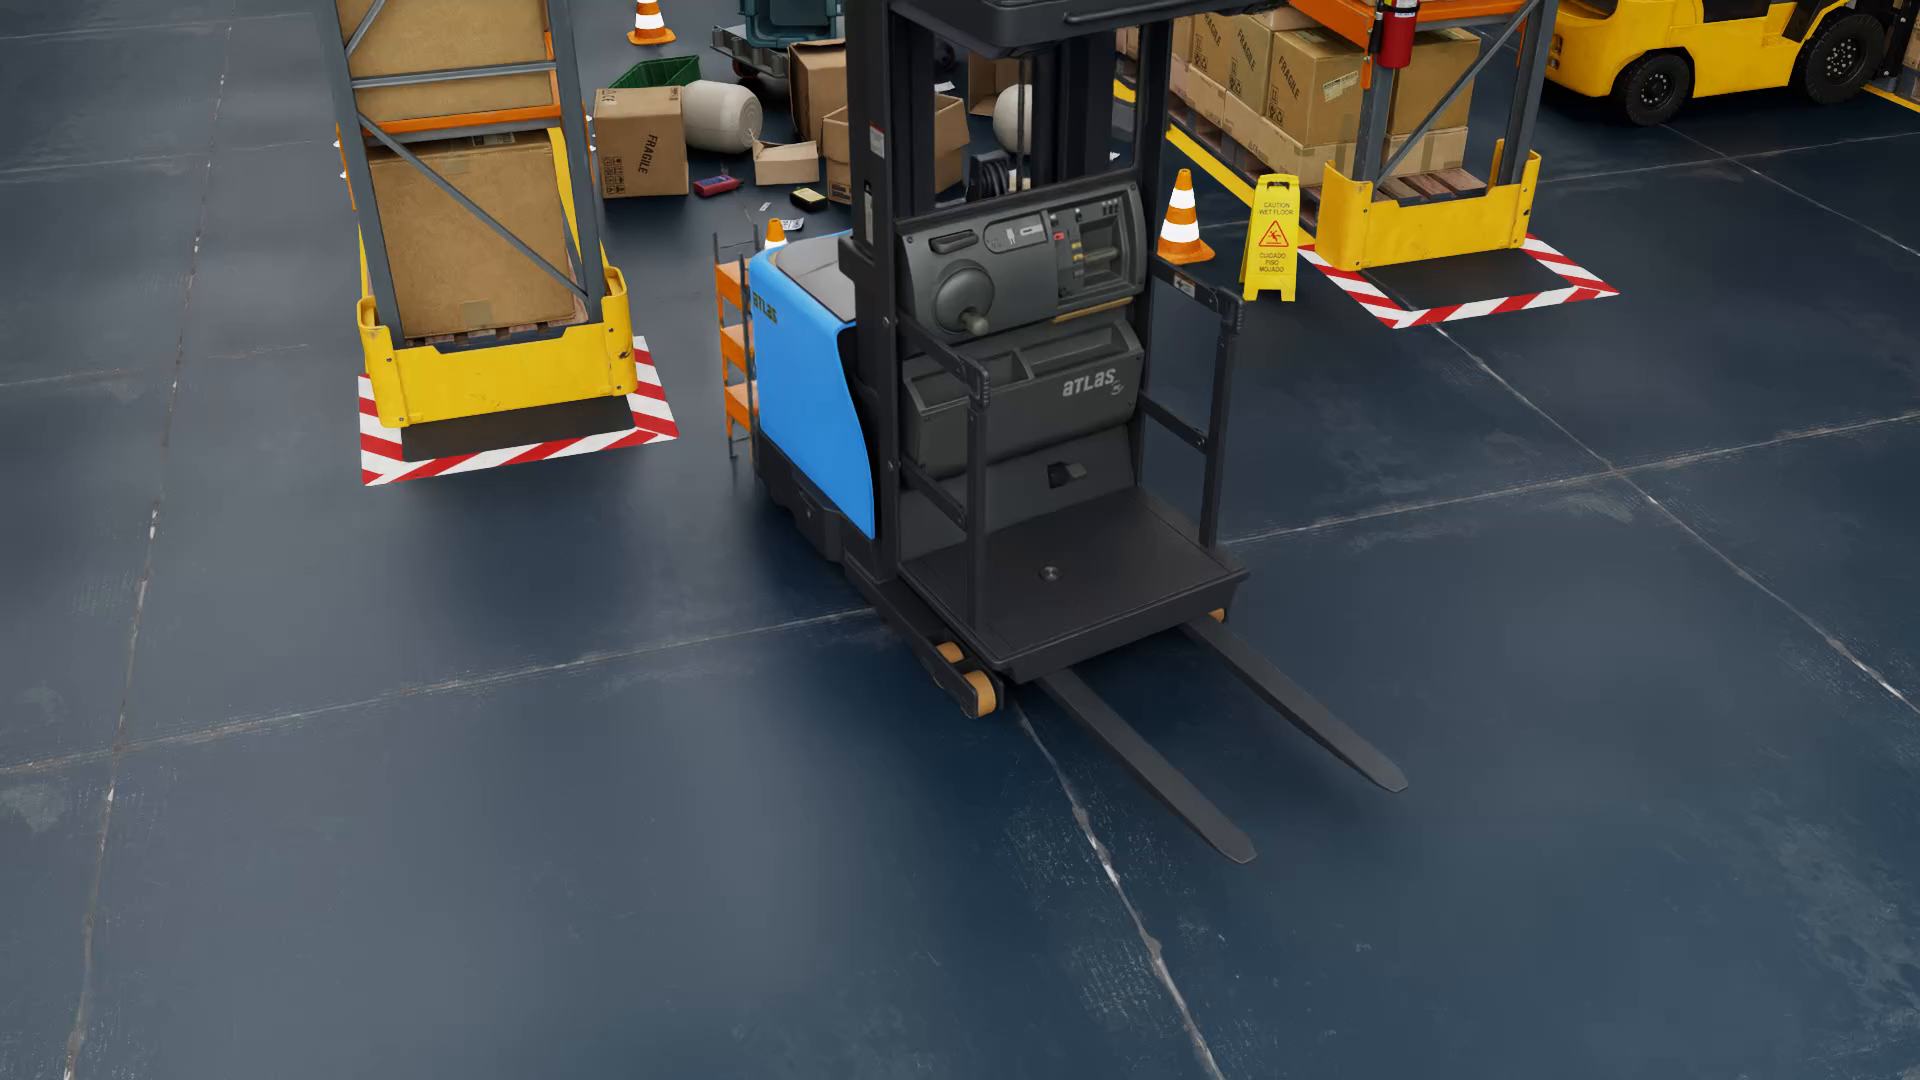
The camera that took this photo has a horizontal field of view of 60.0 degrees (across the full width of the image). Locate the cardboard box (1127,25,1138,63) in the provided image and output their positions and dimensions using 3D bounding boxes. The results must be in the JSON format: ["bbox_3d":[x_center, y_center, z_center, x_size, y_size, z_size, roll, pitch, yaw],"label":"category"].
[{"bbox_3d":[1.443,-3.329,11.180,0.500,0.250,0.500,-8,34,-12],"label":"cardboard box"}]

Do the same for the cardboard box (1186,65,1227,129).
[{"bbox_3d":[1.749,-2.788,10.362,0.500,0.250,0.500,-11,35,-16],"label":"cardboard box"}]

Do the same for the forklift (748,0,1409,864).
[{"bbox_3d":[0.341,-0.893,5.443,1.130,2.935,3.031,-18,38,-25],"label":"forklift"}]

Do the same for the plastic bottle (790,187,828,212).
[{"bbox_3d":[-0.903,-1.999,9.719,0.133,0.061,0.283,-23,40,-31],"label":"plastic bottle"}]

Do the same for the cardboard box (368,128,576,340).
[{"bbox_3d":[-2.386,-1.582,7.970,0.875,0.875,0.875,-10,35,-14],"label":"cardboard box"}]

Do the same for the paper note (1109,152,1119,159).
[{"bbox_3d":[0.904,-2.408,10.366,0.142,0.019,0.148,-23,40,-31],"label":"paper note"}]

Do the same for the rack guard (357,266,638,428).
[{"bbox_3d":[-2.109,-0.893,7.648,1.175,0.500,0.348,-10,35,-15],"label":"rack guard"}]

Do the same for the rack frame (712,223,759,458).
[{"bbox_3d":[-0.920,-0.828,7.048,0.200,1.050,0.008,-18,38,-27],"label":"rack frame"}]

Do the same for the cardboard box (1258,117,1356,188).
[{"bbox_3d":[2.057,-2.254,9.553,0.500,0.250,0.500,-10,35,-15],"label":"cardboard box"}]

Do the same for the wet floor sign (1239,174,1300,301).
[{"bbox_3d":[1.606,-1.572,8.544,0.267,0.644,0.232,1,33,2],"label":"wet floor sign"}]

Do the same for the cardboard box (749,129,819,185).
[{"bbox_3d":[-1.058,-2.315,10.013,0.396,0.266,0.258,-4,34,-6],"label":"cardboard box"}]

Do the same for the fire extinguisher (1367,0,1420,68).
[{"bbox_3d":[2.163,-2.664,8.131,0.296,0.674,0.183,-10,35,-15],"label":"fire extinguisher"}]

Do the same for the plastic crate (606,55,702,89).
[{"bbox_3d":[-2.036,-3.029,11.111,0.450,0.188,0.662,-2,32,16],"label":"plastic crate"}]

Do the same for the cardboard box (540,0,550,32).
[{"bbox_3d":[-2.512,-2.799,8.128,0.875,0.550,0.550,-10,35,-15],"label":"cardboard box"}]

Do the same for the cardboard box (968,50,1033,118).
[{"bbox_3d":[0.378,-3.101,10.987,0.500,0.500,0.500,13,36,18],"label":"cardboard box"}]

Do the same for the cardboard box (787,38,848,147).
[{"bbox_3d":[-0.673,-2.835,10.461,0.797,0.637,0.503,-10,35,-15],"label":"cardboard box"}]

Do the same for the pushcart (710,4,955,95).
[{"bbox_3d":[-0.809,-3.431,11.599,1.648,0.377,0.936,-23,40,-31],"label":"pushcart"}]

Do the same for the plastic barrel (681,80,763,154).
[{"bbox_3d":[-1.529,-2.636,10.356,0.512,0.421,0.421,13,36,18],"label":"plastic barrel"}]

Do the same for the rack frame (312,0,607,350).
[{"bbox_3d":[-2.116,-1.949,6.978,1.000,3.000,0.127,-10,35,-15],"label":"rack frame"}]

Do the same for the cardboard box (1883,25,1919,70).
[{"bbox_3d":[6.562,-3.419,11.317,0.500,0.250,0.500,-10,35,-14],"label":"cardboard box"}]

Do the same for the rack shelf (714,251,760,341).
[{"bbox_3d":[-0.852,-1.000,6.813,0.215,0.259,0.240,-18,38,-27],"label":"rack shelf"}]

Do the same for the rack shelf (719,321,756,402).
[{"bbox_3d":[-0.856,-0.762,6.968,0.215,0.259,0.240,-18,38,-27],"label":"rack shelf"}]

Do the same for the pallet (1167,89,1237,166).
[{"bbox_3d":[1.961,-2.783,10.769,1.003,0.211,1.213,-10,35,-15],"label":"pallet"}]

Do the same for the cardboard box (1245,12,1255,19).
[{"bbox_3d":[1.825,-3.136,9.620,0.380,0.149,0.250,-9,35,-14],"label":"cardboard box"}]

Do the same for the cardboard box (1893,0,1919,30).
[{"bbox_3d":[6.527,-3.643,11.202,0.500,0.250,0.500,-11,35,-16],"label":"cardboard box"}]

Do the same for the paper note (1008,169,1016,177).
[{"bbox_3d":[0.267,-2.223,10.097,0.148,0.019,0.142,1,33,2],"label":"paper note"}]

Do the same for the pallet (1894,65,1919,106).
[{"bbox_3d":[7.020,-2.902,10.950,1.003,0.211,1.213,-10,35,-15],"label":"pallet"}]

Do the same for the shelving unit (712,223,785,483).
[{"bbox_3d":[-0.855,-0.771,6.962,0.215,1.050,0.252,-18,38,-27],"label":"shelving unit"}]

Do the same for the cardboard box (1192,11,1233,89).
[{"bbox_3d":[1.765,-3.091,10.140,0.500,0.500,0.500,-11,35,-16],"label":"cardboard box"}]

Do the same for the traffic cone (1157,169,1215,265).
[{"bbox_3d":[1.207,-1.785,9.031,0.336,0.463,0.334,-10,35,-15],"label":"traffic cone"}]

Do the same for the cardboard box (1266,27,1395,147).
[{"bbox_3d":[2.074,-2.552,9.324,0.500,0.500,0.500,-10,35,-14],"label":"cardboard box"}]

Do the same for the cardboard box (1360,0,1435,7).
[{"bbox_3d":[2.249,-2.890,8.630,0.380,0.149,0.250,-9,34,-13],"label":"cardboard box"}]

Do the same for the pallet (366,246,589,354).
[{"bbox_3d":[-2.435,-1.192,8.362,1.003,0.211,1.213,-10,35,-15],"label":"pallet"}]

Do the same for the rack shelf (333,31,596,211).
[{"bbox_3d":[-2.726,-2.699,8.766,1.077,0.370,4.000,-10,35,-15],"label":"rack shelf"}]
